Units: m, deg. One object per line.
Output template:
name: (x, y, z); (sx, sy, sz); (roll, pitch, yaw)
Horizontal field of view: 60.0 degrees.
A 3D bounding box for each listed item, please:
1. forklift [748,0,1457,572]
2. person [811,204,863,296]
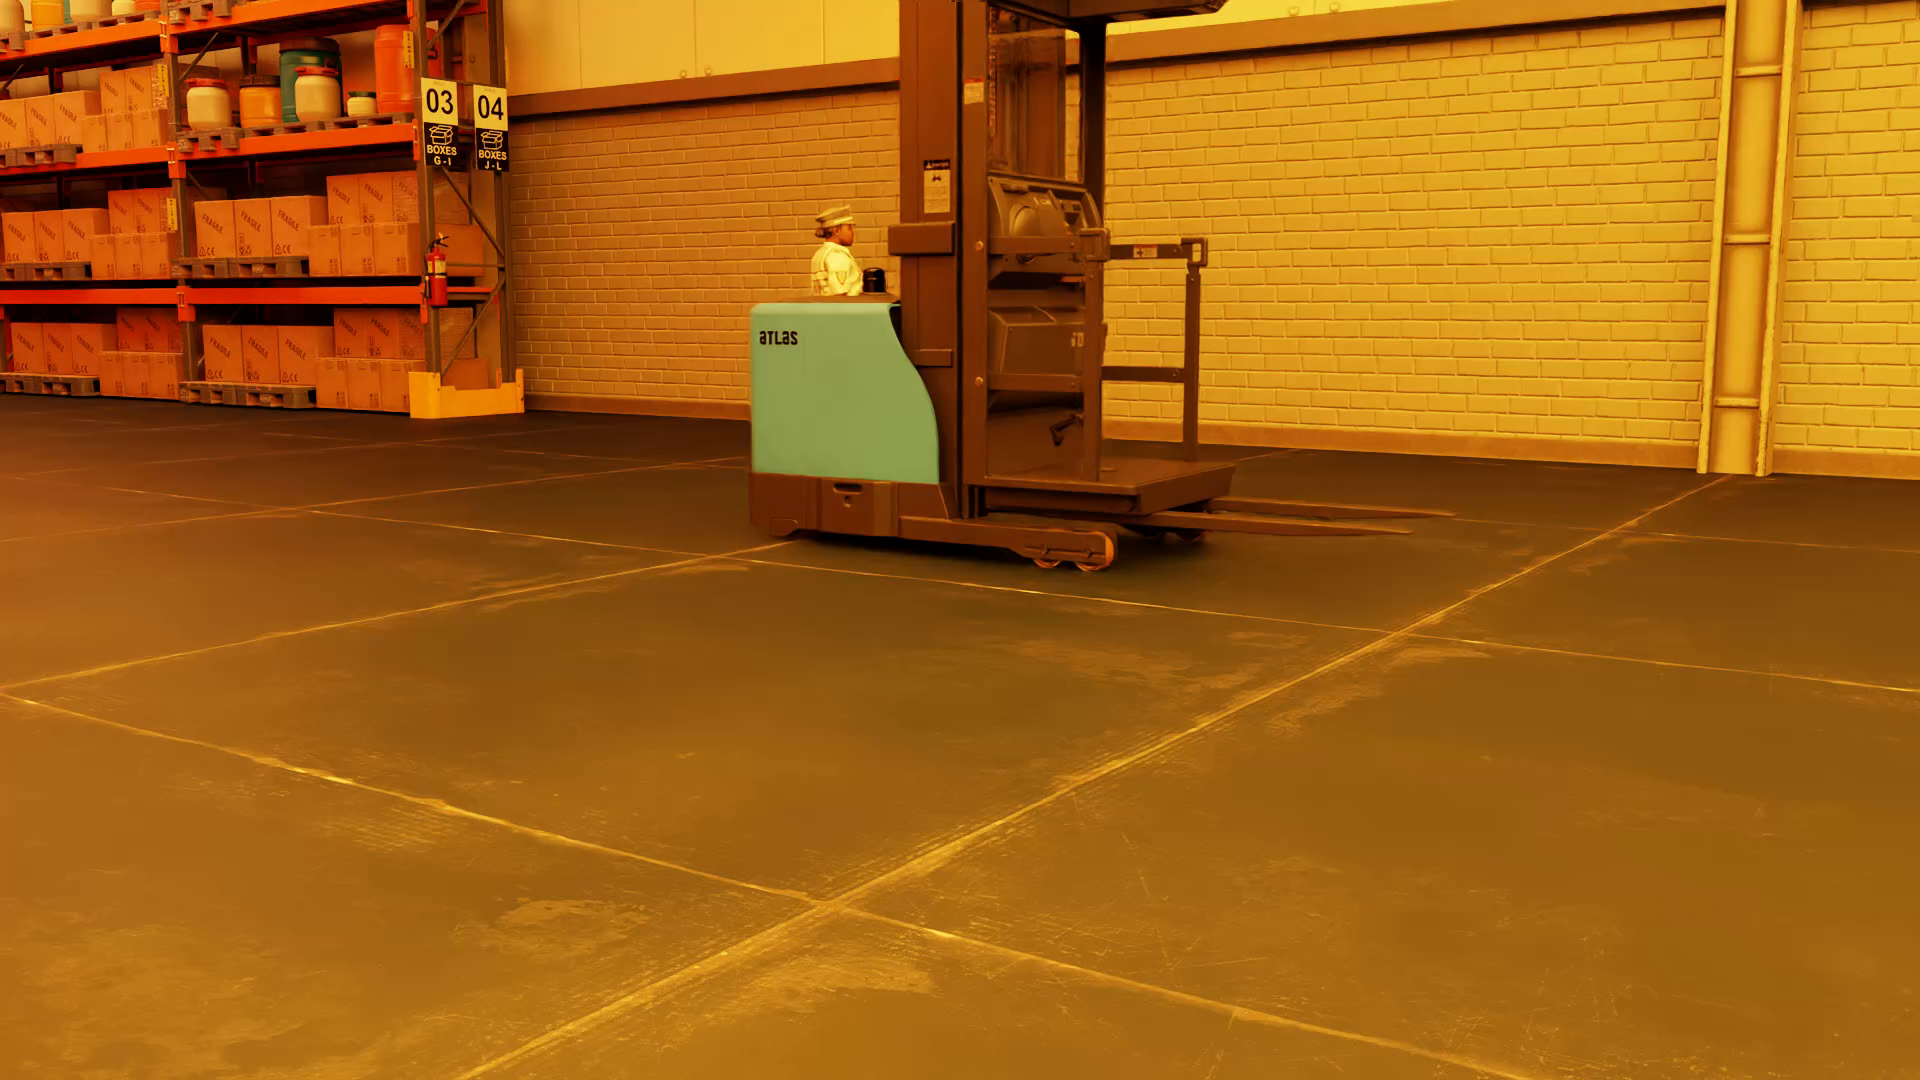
forklift: (0.556, -1.407, 7.085); (3.031, 2.935, 1.130); (5, 9, 31)
person: (-0.759, -1.258, 10.487); (0.345, 1.685, 0.462); (-4, 9, -24)
